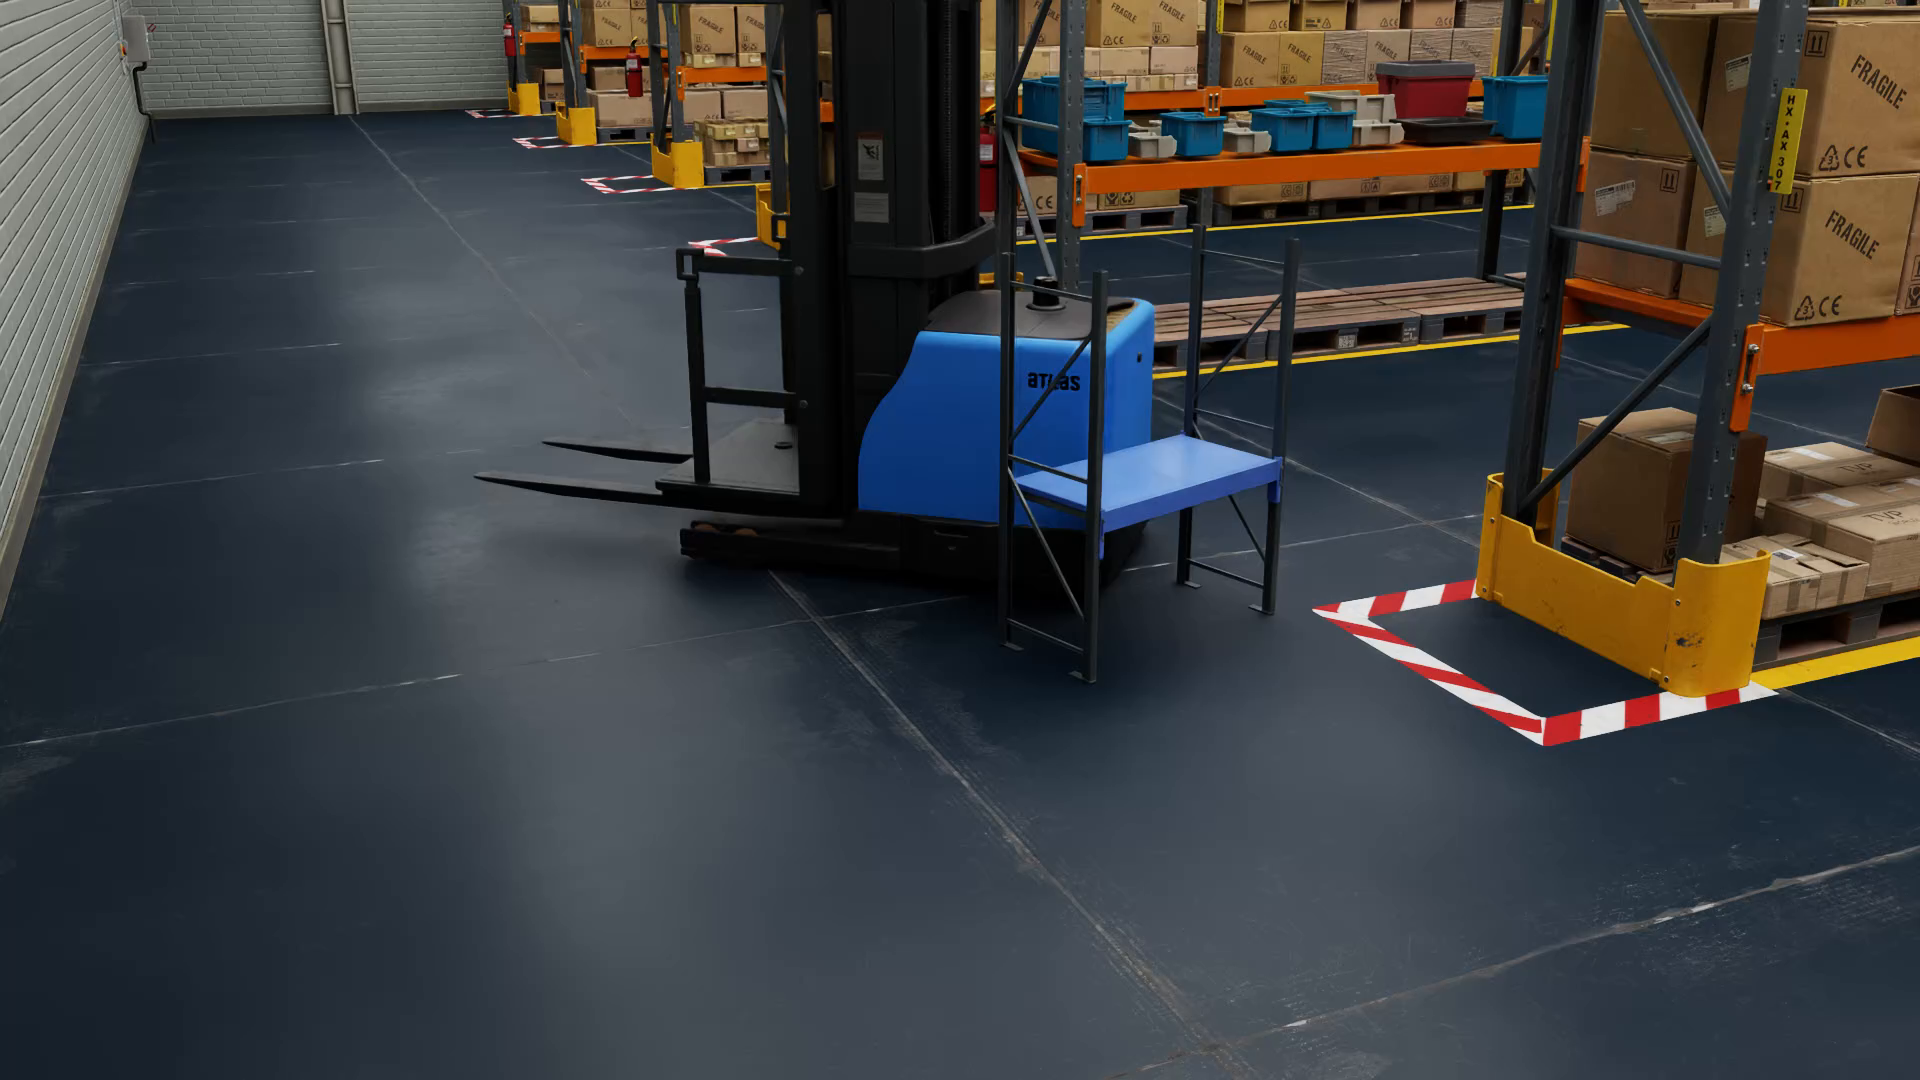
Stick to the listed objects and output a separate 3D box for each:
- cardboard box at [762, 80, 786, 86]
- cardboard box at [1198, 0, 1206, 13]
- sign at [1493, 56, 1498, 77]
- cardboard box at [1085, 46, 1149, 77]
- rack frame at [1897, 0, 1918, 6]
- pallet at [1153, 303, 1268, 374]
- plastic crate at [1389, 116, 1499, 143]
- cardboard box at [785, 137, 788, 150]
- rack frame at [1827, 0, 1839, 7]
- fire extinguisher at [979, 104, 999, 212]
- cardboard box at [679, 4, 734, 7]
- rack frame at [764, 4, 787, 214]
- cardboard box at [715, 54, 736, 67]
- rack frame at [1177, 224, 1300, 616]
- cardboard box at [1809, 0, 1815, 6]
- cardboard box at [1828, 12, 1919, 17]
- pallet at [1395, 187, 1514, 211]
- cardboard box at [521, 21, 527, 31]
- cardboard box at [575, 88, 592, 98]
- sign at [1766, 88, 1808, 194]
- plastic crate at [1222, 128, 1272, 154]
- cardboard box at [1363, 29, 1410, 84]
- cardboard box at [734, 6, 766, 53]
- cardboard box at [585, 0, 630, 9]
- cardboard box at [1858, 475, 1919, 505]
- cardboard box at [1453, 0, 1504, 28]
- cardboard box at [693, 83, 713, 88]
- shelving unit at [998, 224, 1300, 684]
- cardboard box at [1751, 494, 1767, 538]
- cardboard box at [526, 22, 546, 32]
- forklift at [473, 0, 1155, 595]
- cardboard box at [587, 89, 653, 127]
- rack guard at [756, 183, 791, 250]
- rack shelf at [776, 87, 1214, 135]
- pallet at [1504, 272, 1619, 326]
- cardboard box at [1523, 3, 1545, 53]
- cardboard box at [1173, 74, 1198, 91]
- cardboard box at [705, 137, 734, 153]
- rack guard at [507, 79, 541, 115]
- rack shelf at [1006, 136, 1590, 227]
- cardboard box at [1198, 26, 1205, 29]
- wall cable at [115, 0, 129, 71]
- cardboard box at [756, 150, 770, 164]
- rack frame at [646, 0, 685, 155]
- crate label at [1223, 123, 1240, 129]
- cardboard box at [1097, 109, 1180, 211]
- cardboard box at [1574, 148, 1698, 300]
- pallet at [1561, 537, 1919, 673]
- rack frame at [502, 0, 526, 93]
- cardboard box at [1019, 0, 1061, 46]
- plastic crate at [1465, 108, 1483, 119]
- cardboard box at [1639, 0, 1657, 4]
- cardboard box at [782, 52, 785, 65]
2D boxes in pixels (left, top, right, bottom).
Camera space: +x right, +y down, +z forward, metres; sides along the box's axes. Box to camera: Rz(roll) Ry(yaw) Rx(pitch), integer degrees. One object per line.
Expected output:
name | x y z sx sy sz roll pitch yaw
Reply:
cardboard box | -3.175 -8.133 29.237 0.500 0.500 0.500 -7 21 -20
cardboard box | 3.004 -6.689 20.853 0.250 0.149 0.380 -7 21 -20
sign | 3.933 -3.372 12.166 0.005 0.325 0.100 -8 21 -22
cardboard box | 1.411 -4.447 15.413 0.500 0.250 0.500 -7 21 -20
rack frame | 7.822 -3.600 13.230 0.127 3.000 1.000 -8 21 -22
pallet | 1.248 -1.329 10.978 1.213 0.211 1.003 -8 21 -22
plastic crate | 3.227 -2.743 11.120 0.590 0.125 0.437 -8 21 -22
cardboard box | -2.033 -4.647 19.415 0.250 0.149 0.380 -7 21 -20
rack frame | 9.532 -5.637 19.014 0.127 3.000 1.000 -8 21 -22
fire extinguisher | 0.157 -2.454 10.653 0.183 0.674 0.296 -8 21 -22
cardboard box | -2.840 -6.221 18.570 0.500 0.500 0.500 -8 21 -22
rack frame | -1.486 -4.058 14.530 0.127 3.000 1.000 -8 21 -22
cardboard box | -2.713 -5.454 18.874 0.250 0.149 0.380 -7 21 -20
rack frame | 1.089 -0.470 6.599 0.032 1.500 0.500 -16 25 -38
cardboard box | 9.837 -6.439 19.188 0.500 0.500 0.500 -8 21 -22
cardboard box | 3.423 -1.604 5.906 0.500 0.500 0.500 -8 21 -21
pallet | 5.106 -3.714 17.753 1.213 0.211 1.003 -8 21 -22
cardboard box | -7.183 -8.600 27.809 0.250 0.149 0.380 -8 21 -23
cardboard box | -6.376 -7.542 28.086 0.250 0.149 0.380 -9 21 -24
sign | 2.650 -1.279 5.336 0.005 0.325 0.100 -8 21 -22
plastic crate | 1.783 -2.490 10.383 0.298 0.136 0.250 -8 21 -22
cardboard box | 4.102 -4.817 16.537 0.500 0.500 0.500 -8 21 -21
cardboard box | -2.355 -5.824 18.948 0.500 0.500 0.500 -8 21 -22
cardboard box | -4.858 -7.575 22.863 0.500 0.500 0.500 -9 21 -23
cardboard box | 3.964 -0.064 6.664 0.500 0.250 0.500 -8 21 -22
cardboard box | 5.182 -5.539 17.077 0.637 0.503 0.797 -7 21 -20
cardboard box | -4.431 -7.818 28.694 0.258 0.266 0.396 -7 21 -20
shelving unit | 0.705 -0.360 6.285 1.048 1.500 0.538 -16 25 -38
cardboard box | 3.244 -0.080 6.837 0.250 0.166 0.380 -8 21 -22
cardboard box | -6.970 -8.434 27.338 0.250 0.149 0.380 -8 21 -22
forklift | -0.707 -1.424 7.154 3.031 2.935 1.130 6 20 16
cardboard box | -4.845 -6.187 23.802 0.875 0.438 0.875 -9 21 -24
rack guard | -1.508 -2.876 14.937 0.348 0.500 1.175 -8 21 -22
rack shelf | 0.350 -3.982 15.397 4.000 0.370 1.077 -8 21 -22
pallet | 4.874 -1.847 12.451 1.213 0.211 1.003 -8 21 -22
cardboard box | 6.340 -5.439 17.669 0.500 0.500 0.500 -11 22 -29
cardboard box | 2.037 -4.326 15.669 0.250 0.149 0.380 -8 21 -22
cardboard box | -2.775 -4.568 19.192 0.250 0.149 0.380 -7 21 -20
rack guard | -7.311 -7.424 27.855 0.348 0.500 1.175 -8 21 -22
rack shelf | 2.312 -2.471 11.108 4.000 0.370 1.077 -8 21 -22
cardboard box | 3.022 -6.413 20.965 0.250 0.149 0.380 -8 21 -23
wall cable | -11.152 -7.241 22.042 0.122 1.984 0.588 -8 21 -22
cardboard box | -2.317 -4.503 19.454 0.250 0.149 0.380 -8 21 -21
rack frame | -3.358 -5.584 18.864 0.127 3.000 1.000 -8 21 -22
crate label | 1.671 -2.692 10.957 0.243 0.136 0.396 -8 21 -22
cardboard box | 1.549 -3.718 16.131 0.875 0.875 0.875 -8 21 -22
cardboard box | 2.738 -1.226 6.336 0.500 0.500 0.500 -7 21 -20
pallet | 3.236 0.164 6.740 1.213 0.211 1.003 -8 21 -22
rack frame | -7.381 -8.593 27.411 0.127 3.000 1.000 -8 21 -22
cardboard box | 0.715 -4.890 15.543 0.500 0.500 0.500 -9 21 -24
plastic crate | 3.665 -2.960 11.719 0.243 0.136 0.396 -8 21 -22
cardboard box | 9.506 -7.990 23.845 0.500 0.550 0.875 -8 21 -22
cardboard box | -2.003 -5.577 19.224 0.250 0.149 0.380 -8 21 -22
